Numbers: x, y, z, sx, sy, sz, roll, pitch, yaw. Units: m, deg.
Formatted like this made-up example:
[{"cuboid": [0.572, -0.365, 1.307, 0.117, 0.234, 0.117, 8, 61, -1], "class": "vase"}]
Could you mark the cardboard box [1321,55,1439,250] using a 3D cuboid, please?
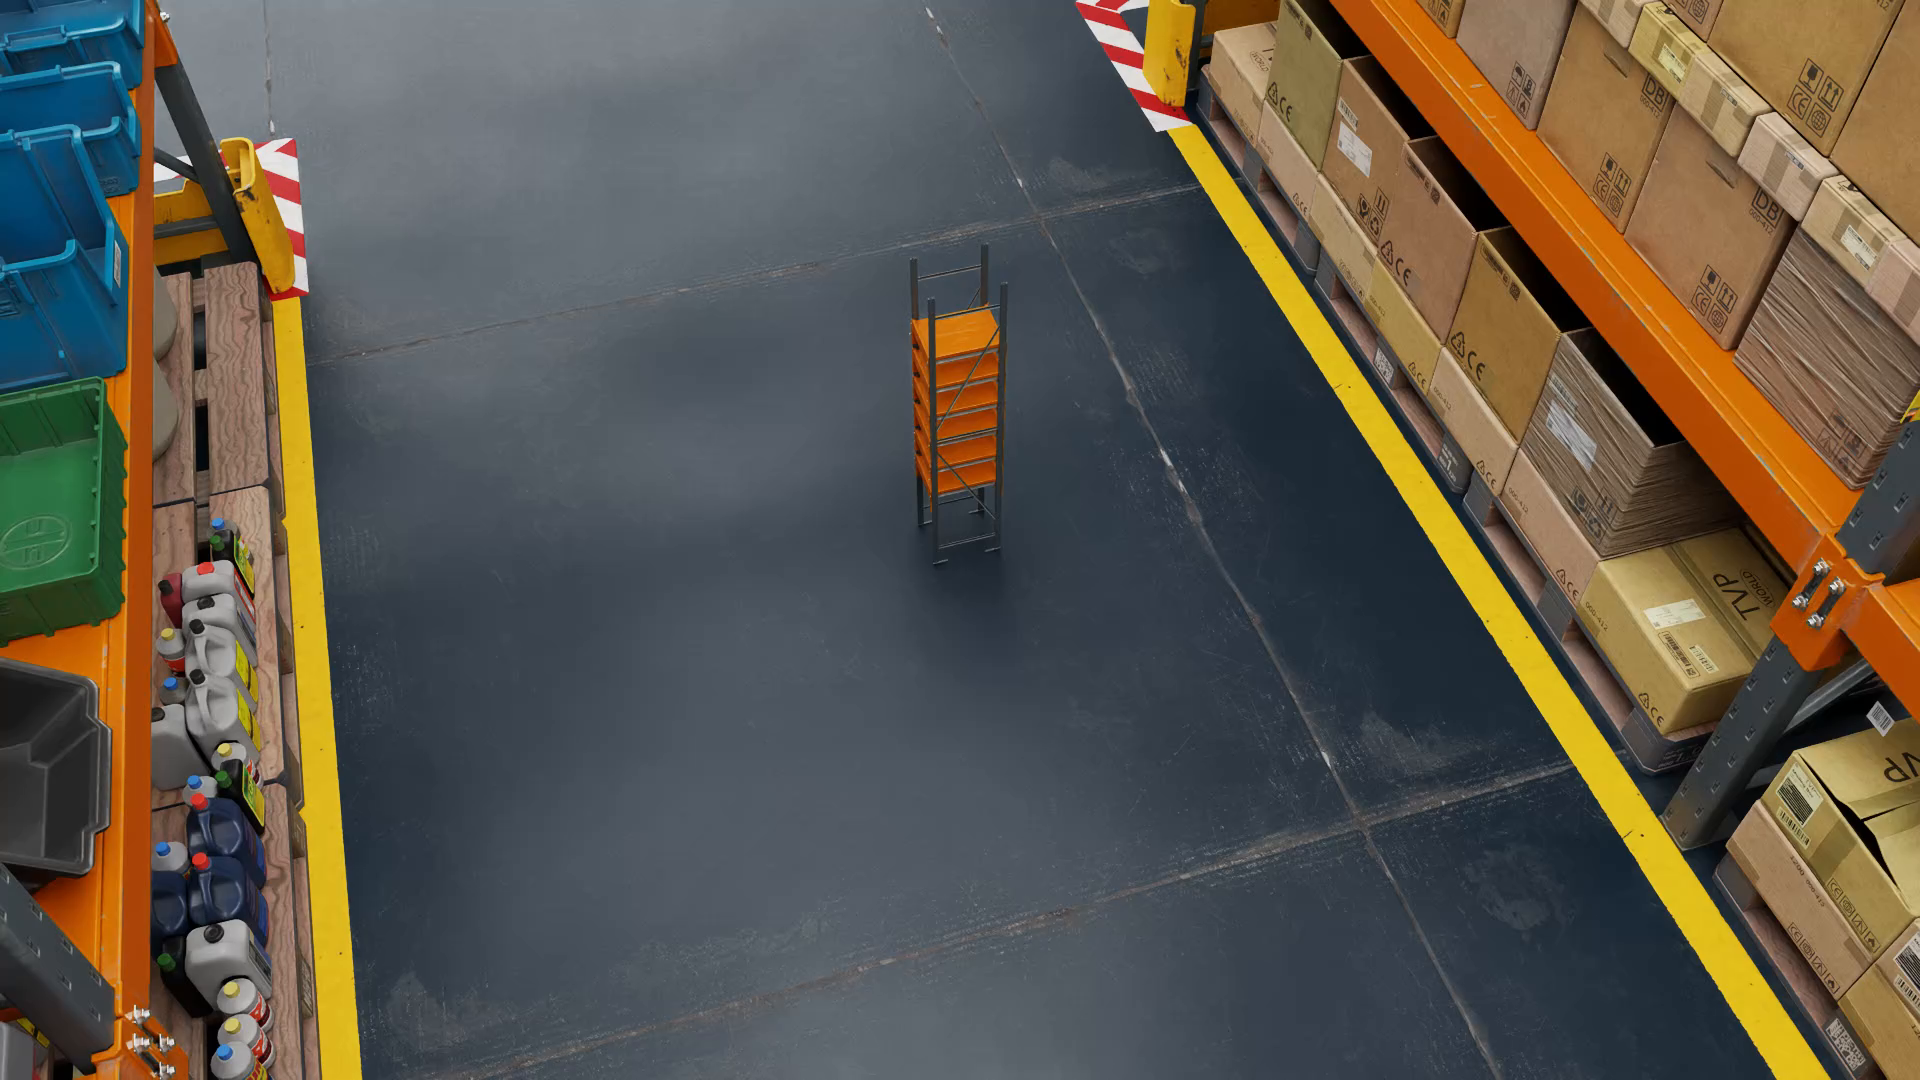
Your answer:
[{"cuboid": [1.683, -1.433, 6.030, 0.500, 0.500, 0.500, -13, 51, -11], "class": "cardboard box"}]

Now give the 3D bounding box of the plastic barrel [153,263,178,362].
[{"cuboid": [-3.038, -0.864, 5.869, 0.421, 0.512, 0.421, 0, 50, 0], "class": "plastic barrel"}]

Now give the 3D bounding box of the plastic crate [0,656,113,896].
[{"cuboid": [-2.156, 0.536, 3.377, 0.767, 0.338, 0.504, -13, 51, -11], "class": "plastic crate"}]

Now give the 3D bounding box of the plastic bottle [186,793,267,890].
[{"cuboid": [-2.021, 0.818, 4.543, 0.144, 0.351, 0.185, -15, 52, -13], "class": "plastic bottle"}]

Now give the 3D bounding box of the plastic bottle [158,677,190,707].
[{"cuboid": [-2.304, 0.479, 4.927, 0.097, 0.201, 0.097, 0, 50, 0], "class": "plastic bottle"}]

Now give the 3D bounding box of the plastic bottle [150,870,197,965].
[{"cuboid": [-2.103, 0.988, 4.400, 0.144, 0.351, 0.185, -13, 51, -11], "class": "plastic bottle"}]

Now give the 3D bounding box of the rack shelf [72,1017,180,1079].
[{"cuboid": [-1.531, 2.620, 2.050, 1.077, 0.370, 4.000, -13, 51, -11], "class": "rack shelf"}]

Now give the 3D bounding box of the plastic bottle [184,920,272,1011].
[{"cuboid": [-1.920, 1.101, 4.353, 0.152, 0.276, 0.135, -12, 51, -10], "class": "plastic bottle"}]

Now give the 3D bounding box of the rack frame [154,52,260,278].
[{"cuboid": [-3.306, -1.994, 5.469, 1.000, 3.000, 0.127, -13, 51, -11], "class": "rack frame"}]

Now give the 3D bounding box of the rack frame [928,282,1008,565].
[{"cuboid": [0.023, -0.330, 5.244, 0.240, 1.200, 0.006, -13, 51, -11], "class": "rack frame"}]

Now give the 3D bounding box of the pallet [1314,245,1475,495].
[{"cuboid": [2.050, -0.774, 6.265, 1.003, 0.211, 1.213, -13, 51, -11], "class": "pallet"}]

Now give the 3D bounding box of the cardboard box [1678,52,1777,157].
[{"cuboid": [2.095, -1.145, 4.264, 0.380, 0.149, 0.250, -13, 51, -11], "class": "cardboard box"}]

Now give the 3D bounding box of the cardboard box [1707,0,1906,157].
[{"cuboid": [2.322, -1.332, 3.997, 0.700, 0.500, 0.500, -13, 51, -11], "class": "cardboard box"}]

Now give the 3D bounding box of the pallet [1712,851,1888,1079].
[{"cuboid": [2.865, 1.238, 4.568, 1.003, 0.211, 1.213, -13, 51, -11], "class": "pallet"}]

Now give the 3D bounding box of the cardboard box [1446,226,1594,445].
[{"cuboid": [1.976, -0.702, 5.414, 0.500, 0.500, 0.500, -13, 51, -11], "class": "cardboard box"}]

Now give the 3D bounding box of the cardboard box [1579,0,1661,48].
[{"cuboid": [1.951, -1.509, 4.571, 0.380, 0.149, 0.250, -12, 51, -10], "class": "cardboard box"}]

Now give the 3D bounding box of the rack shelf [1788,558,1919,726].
[{"cuboid": [3.201, 1.502, 2.992, 1.077, 0.370, 4.000, -13, 51, -11], "class": "rack shelf"}]

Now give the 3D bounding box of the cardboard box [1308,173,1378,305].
[{"cuboid": [1.672, -1.189, 6.314, 0.500, 0.250, 0.500, -13, 51, -11], "class": "cardboard box"}]

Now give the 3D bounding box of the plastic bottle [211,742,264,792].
[{"cuboid": [-2.082, 0.654, 4.779, 0.097, 0.201, 0.097, 0, 50, 0], "class": "plastic bottle"}]

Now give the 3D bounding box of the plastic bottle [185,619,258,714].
[{"cuboid": [-2.202, 0.372, 4.920, 0.144, 0.351, 0.185, -11, 51, -9], "class": "plastic bottle"}]

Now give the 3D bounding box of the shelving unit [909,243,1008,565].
[{"cuboid": [-0.004, -0.397, 5.300, 0.258, 1.200, 0.189, -13, 51, -11], "class": "shelving unit"}]

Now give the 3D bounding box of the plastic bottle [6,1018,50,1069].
[{"cuboid": [-2.451, 1.201, 4.220, 0.144, 0.351, 0.185, -13, 51, -11], "class": "plastic bottle"}]

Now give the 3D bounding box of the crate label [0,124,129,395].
[{"cuboid": [-2.503, -0.723, 4.374, 0.502, 0.435, 0.616, -13, 51, -11], "class": "crate label"}]

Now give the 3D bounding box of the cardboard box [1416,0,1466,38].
[{"cuboid": [1.854, -2.054, 5.454, 0.700, 0.500, 0.500, -13, 51, -11], "class": "cardboard box"}]

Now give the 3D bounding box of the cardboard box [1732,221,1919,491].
[{"cuboid": [2.473, -0.545, 4.182, 0.700, 0.500, 0.500, -15, 51, -12], "class": "cardboard box"}]

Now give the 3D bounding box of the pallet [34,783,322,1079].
[{"cuboid": [-2.282, 1.326, 4.494, 1.003, 0.211, 1.213, -13, 51, -11], "class": "pallet"}]

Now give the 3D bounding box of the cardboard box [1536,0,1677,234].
[{"cuboid": [2.166, -1.296, 4.815, 0.700, 0.500, 0.500, -13, 51, -10], "class": "cardboard box"}]

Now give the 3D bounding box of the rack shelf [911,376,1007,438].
[{"cuboid": [-0.004, -0.446, 5.242, 0.258, 0.103, 0.180, -13, 51, -11], "class": "rack shelf"}]

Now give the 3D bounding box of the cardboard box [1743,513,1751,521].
[{"cuboid": [2.617, -0.454, 5.204, 0.500, 0.500, 0.500, -13, 51, -11], "class": "cardboard box"}]

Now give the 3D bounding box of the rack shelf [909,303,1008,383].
[{"cuboid": [-0.004, -0.601, 5.059, 0.258, 0.103, 0.180, -13, 51, -11], "class": "rack shelf"}]

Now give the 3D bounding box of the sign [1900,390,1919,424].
[{"cuboid": [2.080, -0.368, 3.480, 0.100, 0.325, 0.005, -13, 51, -11], "class": "sign"}]

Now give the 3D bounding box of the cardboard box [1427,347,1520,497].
[{"cuboid": [1.964, -0.458, 5.698, 0.500, 0.250, 0.500, -13, 51, -11], "class": "cardboard box"}]

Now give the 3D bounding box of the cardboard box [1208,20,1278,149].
[{"cuboid": [1.373, -1.919, 6.929, 0.500, 0.250, 0.500, -13, 51, -11], "class": "cardboard box"}]

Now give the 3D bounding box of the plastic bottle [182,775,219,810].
[{"cuboid": [-2.100, 0.744, 4.657, 0.097, 0.271, 0.097, 0, 50, 0], "class": "plastic bottle"}]

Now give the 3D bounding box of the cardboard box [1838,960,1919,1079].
[{"cuboid": [2.642, 1.285, 4.229, 0.500, 0.250, 0.500, -12, 51, -10], "class": "cardboard box"}]

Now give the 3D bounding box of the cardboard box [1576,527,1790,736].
[{"cuboid": [2.264, 0.271, 5.083, 0.500, 0.250, 0.500, -13, 51, -11], "class": "cardboard box"}]

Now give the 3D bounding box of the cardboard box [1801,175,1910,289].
[{"cuboid": [2.254, -0.763, 3.941, 0.380, 0.149, 0.250, -14, 51, -12], "class": "cardboard box"}]

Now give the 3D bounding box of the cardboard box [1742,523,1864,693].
[{"cuboid": [2.762, 0.153, 5.182, 0.500, 0.250, 0.500, -13, 51, -11], "class": "cardboard box"}]

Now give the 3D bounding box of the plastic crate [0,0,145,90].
[{"cuboid": [-2.872, -1.649, 5.275, 0.499, 0.251, 0.616, -13, 51, -11], "class": "plastic crate"}]

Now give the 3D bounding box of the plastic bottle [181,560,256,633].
[{"cuboid": [-2.296, 0.174, 5.135, 0.152, 0.276, 0.135, -13, 51, -11], "class": "plastic bottle"}]

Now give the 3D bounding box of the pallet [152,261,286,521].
[{"cuboid": [-3.003, -0.456, 5.997, 1.003, 0.211, 1.213, -13, 51, -11], "class": "pallet"}]

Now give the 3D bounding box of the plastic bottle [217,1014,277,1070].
[{"cuboid": [-1.828, 1.281, 4.251, 0.097, 0.201, 0.097, 0, 50, 0], "class": "plastic bottle"}]

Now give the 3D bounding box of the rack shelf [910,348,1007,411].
[{"cuboid": [-0.004, -0.523, 5.151, 0.258, 0.103, 0.180, -13, 51, -11], "class": "rack shelf"}]

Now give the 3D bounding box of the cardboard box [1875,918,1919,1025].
[{"cuboid": [2.637, 1.105, 4.014, 0.500, 0.311, 0.500, -14, 51, -11], "class": "cardboard box"}]

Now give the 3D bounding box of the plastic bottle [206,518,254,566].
[{"cuboid": [-2.344, 0.008, 5.324, 0.097, 0.201, 0.097, 0, 50, 0], "class": "plastic bottle"}]

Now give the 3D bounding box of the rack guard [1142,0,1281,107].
[{"cuboid": [1.420, -2.323, 7.382, 1.175, 0.500, 0.348, -13, 51, -11], "class": "rack guard"}]
